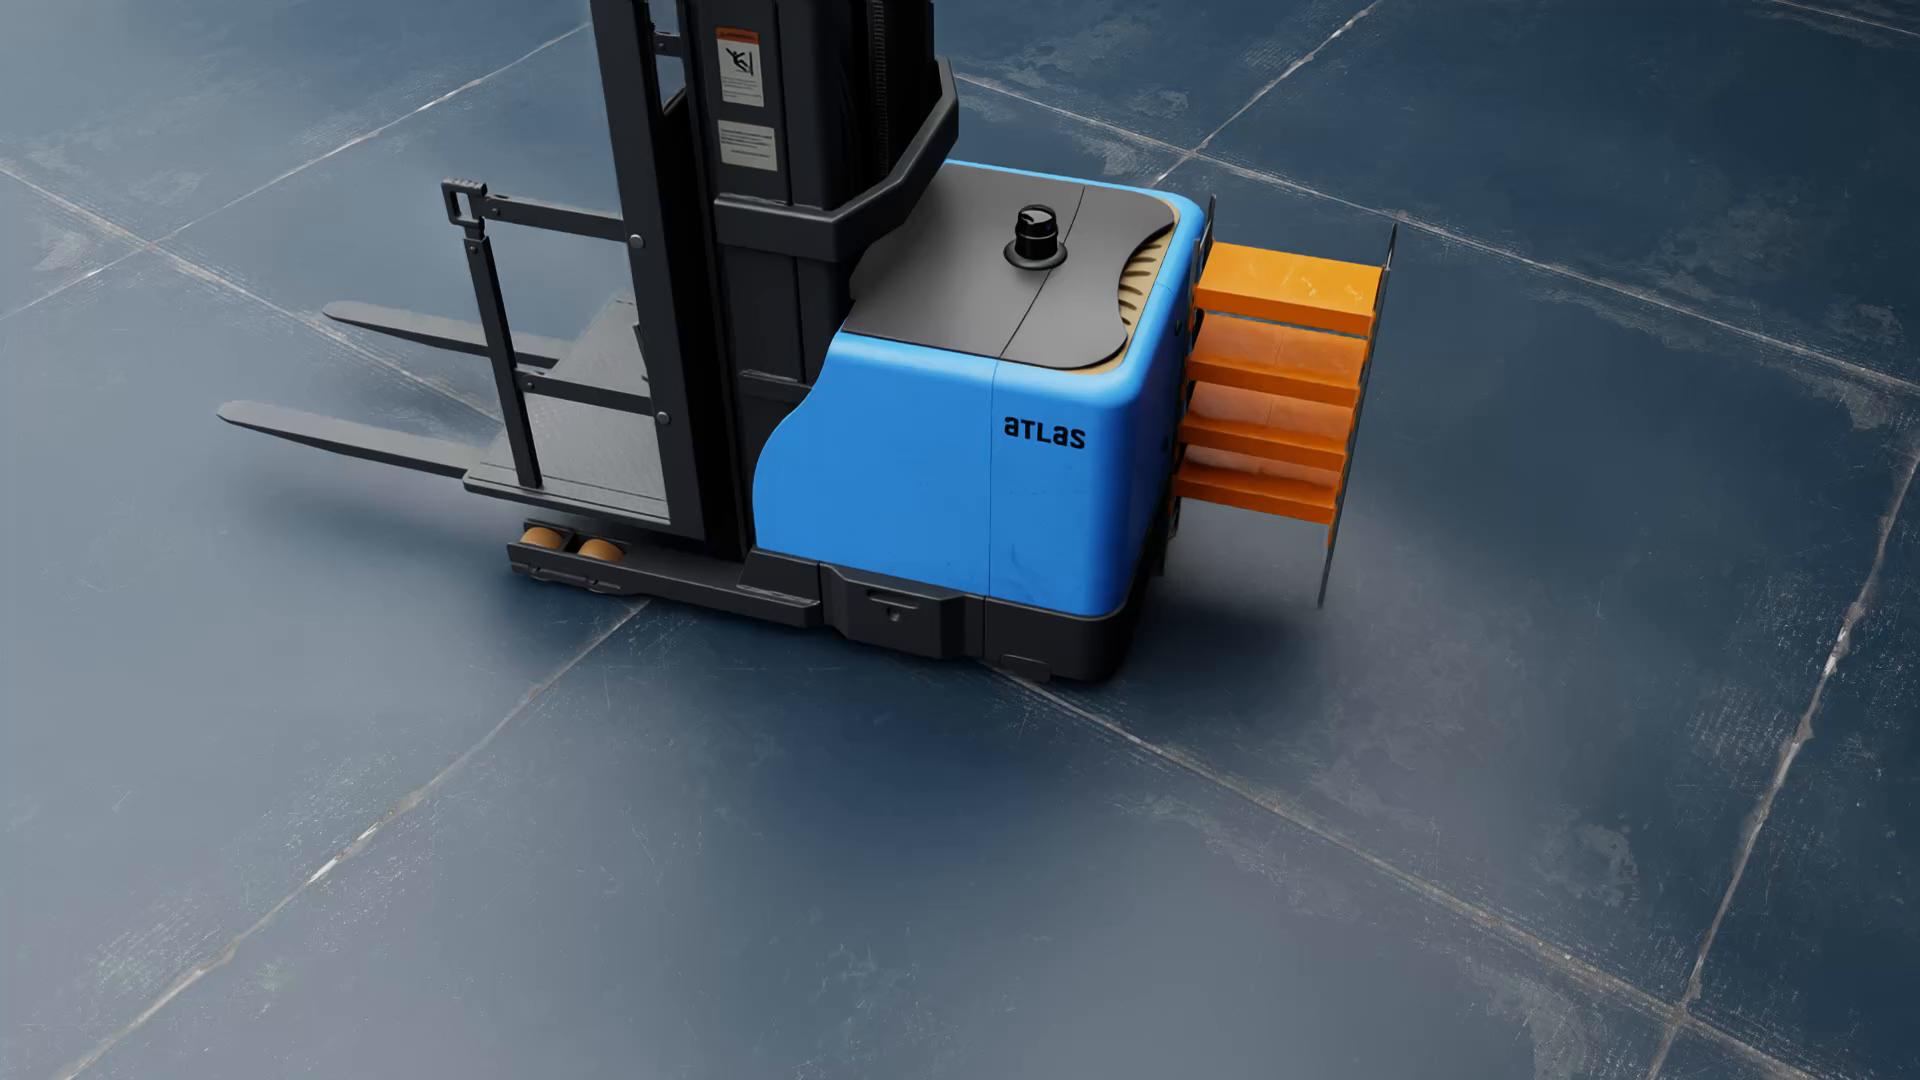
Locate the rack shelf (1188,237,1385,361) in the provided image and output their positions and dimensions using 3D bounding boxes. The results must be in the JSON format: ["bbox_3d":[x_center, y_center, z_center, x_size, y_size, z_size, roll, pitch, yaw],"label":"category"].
[{"bbox_3d":[0.884,-0.655,4.493,0.480,0.148,0.258,12,43,13],"label":"rack shelf"}]

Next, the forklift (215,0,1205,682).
[{"bbox_3d":[-0.864,-1.253,4.452,3.031,2.935,1.130,12,43,13],"label":"forklift"}]

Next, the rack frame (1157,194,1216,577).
[{"bbox_3d":[0.651,-0.409,4.808,0.015,1.200,0.240,12,43,13],"label":"rack frame"}]

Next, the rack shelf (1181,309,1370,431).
[{"bbox_3d":[0.884,-0.478,4.650,0.480,0.148,0.258,12,43,13],"label":"rack shelf"}]

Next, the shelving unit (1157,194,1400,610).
[{"bbox_3d":[0.884,-0.362,4.755,0.503,1.200,0.258,12,43,13],"label":"shelving unit"}]

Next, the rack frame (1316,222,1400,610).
[{"bbox_3d":[1.117,-0.314,4.701,0.015,1.200,0.240,12,43,13],"label":"rack frame"}]

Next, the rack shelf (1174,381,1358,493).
[{"bbox_3d":[0.884,-0.312,4.800,0.480,0.148,0.258,12,43,13],"label":"rack shelf"}]

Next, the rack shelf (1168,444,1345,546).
[{"bbox_3d":[0.884,-0.164,4.932,0.480,0.148,0.258,12,43,13],"label":"rack shelf"}]
